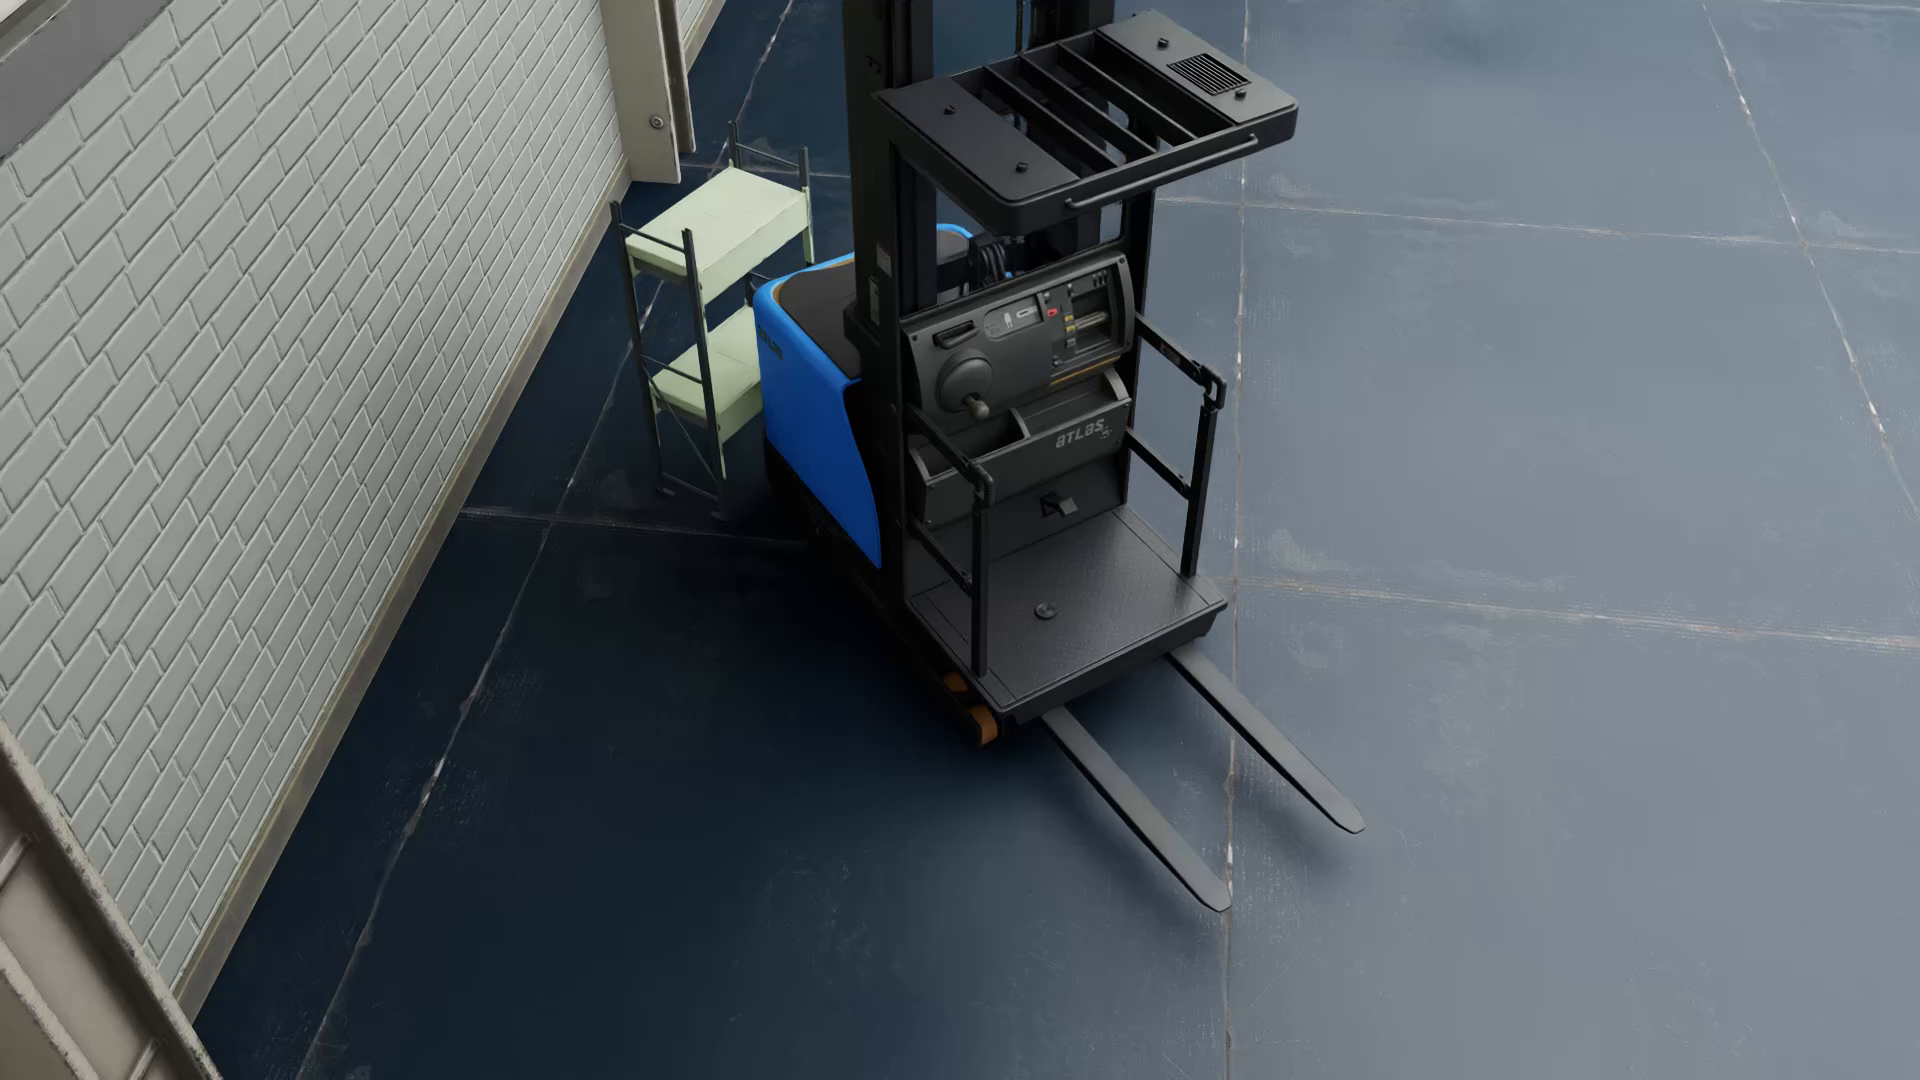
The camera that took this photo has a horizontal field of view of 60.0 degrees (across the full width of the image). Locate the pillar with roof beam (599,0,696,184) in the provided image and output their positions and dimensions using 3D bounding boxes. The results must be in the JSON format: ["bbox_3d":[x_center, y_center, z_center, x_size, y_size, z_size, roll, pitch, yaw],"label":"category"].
[{"bbox_3d":[2.552,-5.039,6.049,9.100,9.000,0.400,5,44,6],"label":"pillar with roof beam"}]

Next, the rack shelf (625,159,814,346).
[{"bbox_3d":[-0.996,-1.200,6.881,0.431,0.370,0.720,24,48,23],"label":"rack shelf"}]

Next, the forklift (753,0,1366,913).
[{"bbox_3d":[0.346,-0.644,5.821,1.130,2.935,3.031,-24,48,-23],"label":"forklift"}]

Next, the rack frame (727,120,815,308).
[{"bbox_3d":[-0.797,-1.127,7.372,0.400,1.500,0.023,24,48,23],"label":"rack frame"}]

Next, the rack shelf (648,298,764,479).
[{"bbox_3d":[-0.996,-0.679,7.373,0.431,0.370,0.720,24,48,23],"label":"rack shelf"}]

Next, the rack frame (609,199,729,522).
[{"bbox_3d":[-1.195,-0.705,6.926,0.400,1.500,0.023,24,48,23],"label":"rack frame"}]

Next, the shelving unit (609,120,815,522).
[{"bbox_3d":[-0.996,-0.916,7.149,0.431,1.500,0.755,24,48,23],"label":"shelving unit"}]
